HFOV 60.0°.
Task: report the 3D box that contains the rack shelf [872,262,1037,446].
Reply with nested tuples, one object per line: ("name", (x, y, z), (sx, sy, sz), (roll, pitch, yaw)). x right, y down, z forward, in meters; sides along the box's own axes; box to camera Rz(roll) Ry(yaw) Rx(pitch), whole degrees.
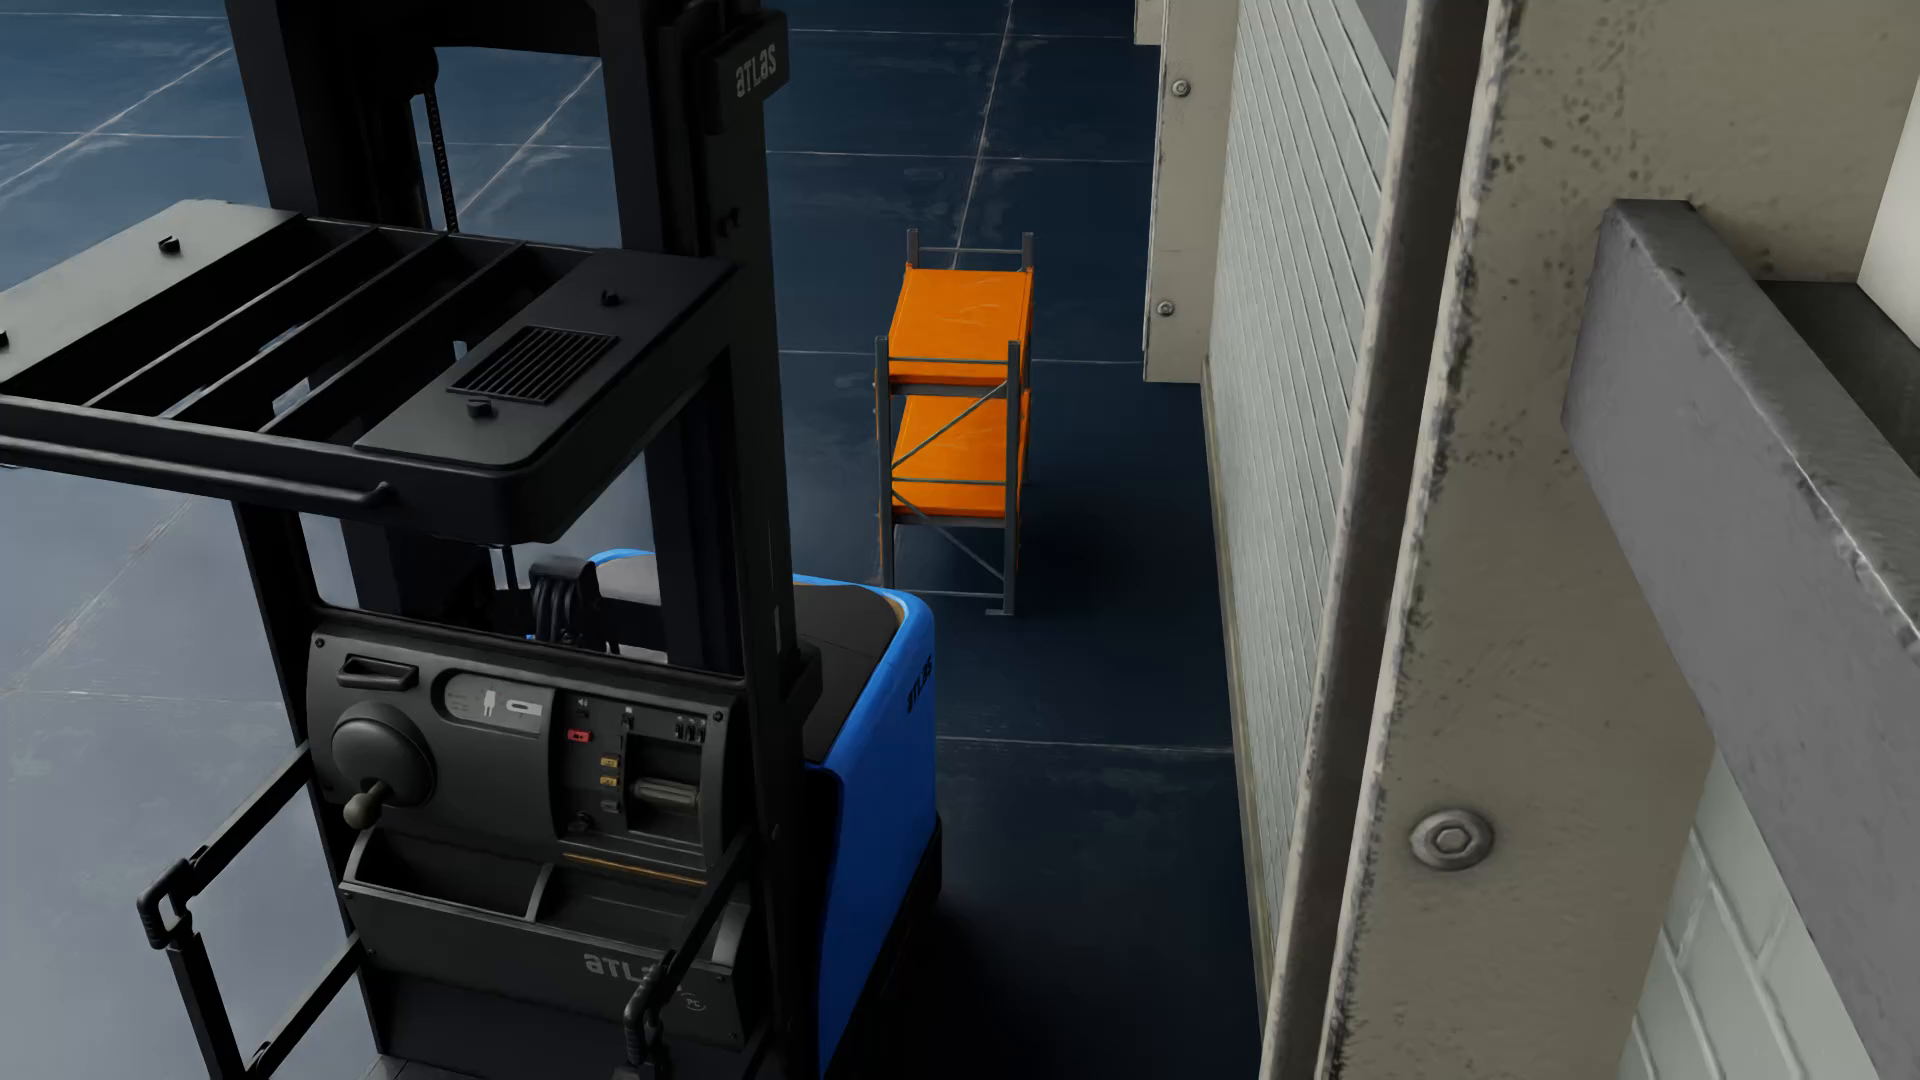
("rack shelf", (-0.001, -0.725, 6.296), (0.538, 0.278, 1.000), (2, 32, 4))

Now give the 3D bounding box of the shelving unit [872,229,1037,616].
("shelving unit", (-0.001, -0.475, 6.449), (0.538, 1.125, 1.048), (2, 32, 4))

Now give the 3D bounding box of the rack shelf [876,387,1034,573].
("rack shelf", (-0.001, -0.267, 6.577), (0.538, 0.278, 1.000), (2, 32, 4))

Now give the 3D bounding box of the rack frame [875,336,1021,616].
("rack frame", (-0.042, -0.210, 6.018), (0.500, 1.125, 0.032), (2, 32, 4))

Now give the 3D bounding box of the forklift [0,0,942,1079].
("forklift", (-0.953, 0.485, 3.170), (1.130, 2.935, 3.031), (9, 33, 14))

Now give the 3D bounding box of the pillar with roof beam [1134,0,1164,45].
("pillar with roof beam", (-2.751, -8.012, 11.174), (9.100, 9.000, 0.400), (2, 32, 4))

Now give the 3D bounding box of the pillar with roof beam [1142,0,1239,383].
("pillar with roof beam", (-3.240, -4.875, 6.083), (9.100, 9.000, 0.400), (2, 32, 4))

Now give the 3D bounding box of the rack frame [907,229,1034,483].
("rack frame", (0.041, -0.741, 6.880), (0.500, 1.125, 0.032), (2, 32, 4))
